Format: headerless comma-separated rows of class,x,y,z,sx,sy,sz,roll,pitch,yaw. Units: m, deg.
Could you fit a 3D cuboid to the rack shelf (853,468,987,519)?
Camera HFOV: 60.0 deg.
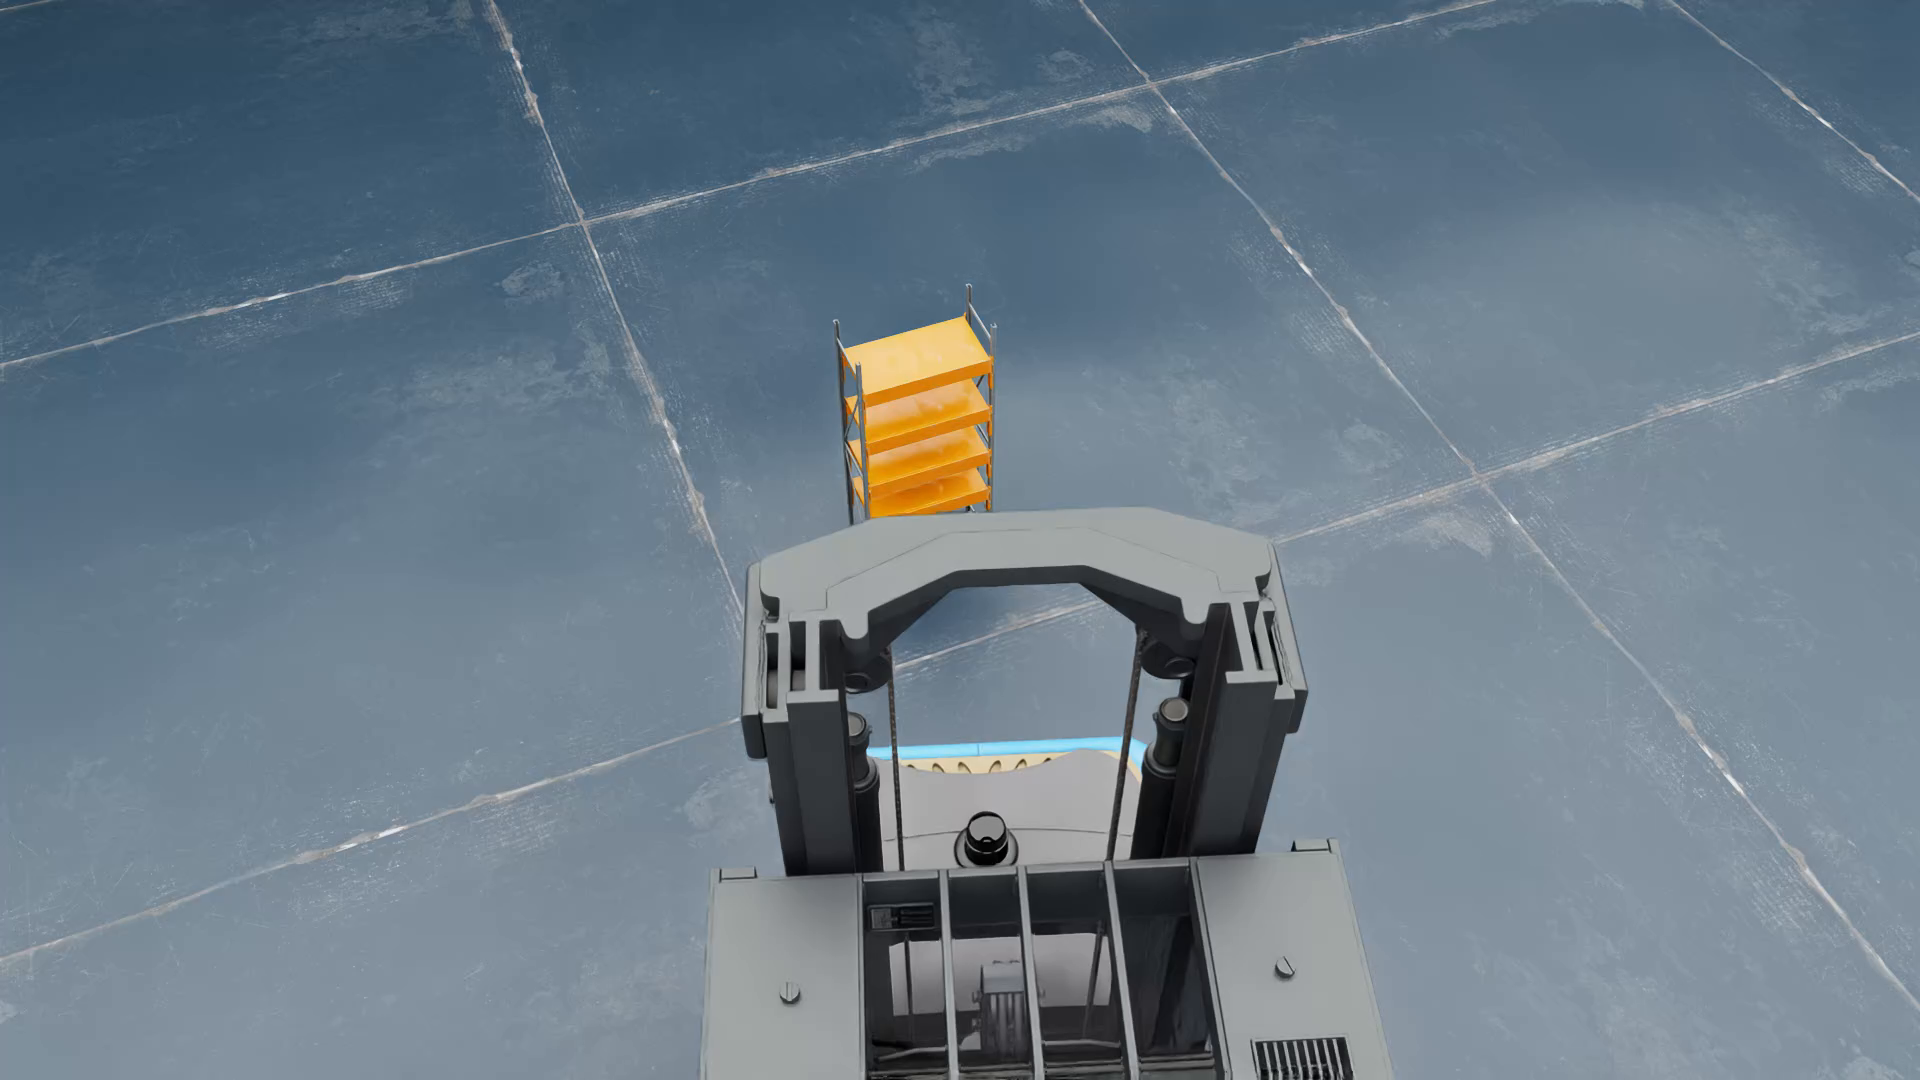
rack shelf,-0.153,-0.205,6.256,0.457,0.021,0.221,-17,52,-14

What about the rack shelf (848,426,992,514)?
rack shelf,-0.153,-0.300,6.146,0.480,0.148,0.258,-17,52,-14

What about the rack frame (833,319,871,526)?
rack frame,-0.379,-0.273,6.035,0.015,1.200,0.240,-17,52,-14

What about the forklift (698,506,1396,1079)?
forklift,0.126,1.437,3.425,1.121,2.935,3.031,-2,49,-2

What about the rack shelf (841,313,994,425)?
rack shelf,-0.153,-0.599,5.797,0.480,0.148,0.258,-17,52,-14

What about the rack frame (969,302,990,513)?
rack frame,0.072,-0.414,6.155,0.006,1.046,0.228,-17,52,-14

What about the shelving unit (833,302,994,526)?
shelving unit,-0.155,-0.343,6.094,0.499,1.200,0.258,-17,52,-14

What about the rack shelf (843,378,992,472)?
rack shelf,-0.153,-0.445,5.976,0.480,0.148,0.258,-17,52,-14
